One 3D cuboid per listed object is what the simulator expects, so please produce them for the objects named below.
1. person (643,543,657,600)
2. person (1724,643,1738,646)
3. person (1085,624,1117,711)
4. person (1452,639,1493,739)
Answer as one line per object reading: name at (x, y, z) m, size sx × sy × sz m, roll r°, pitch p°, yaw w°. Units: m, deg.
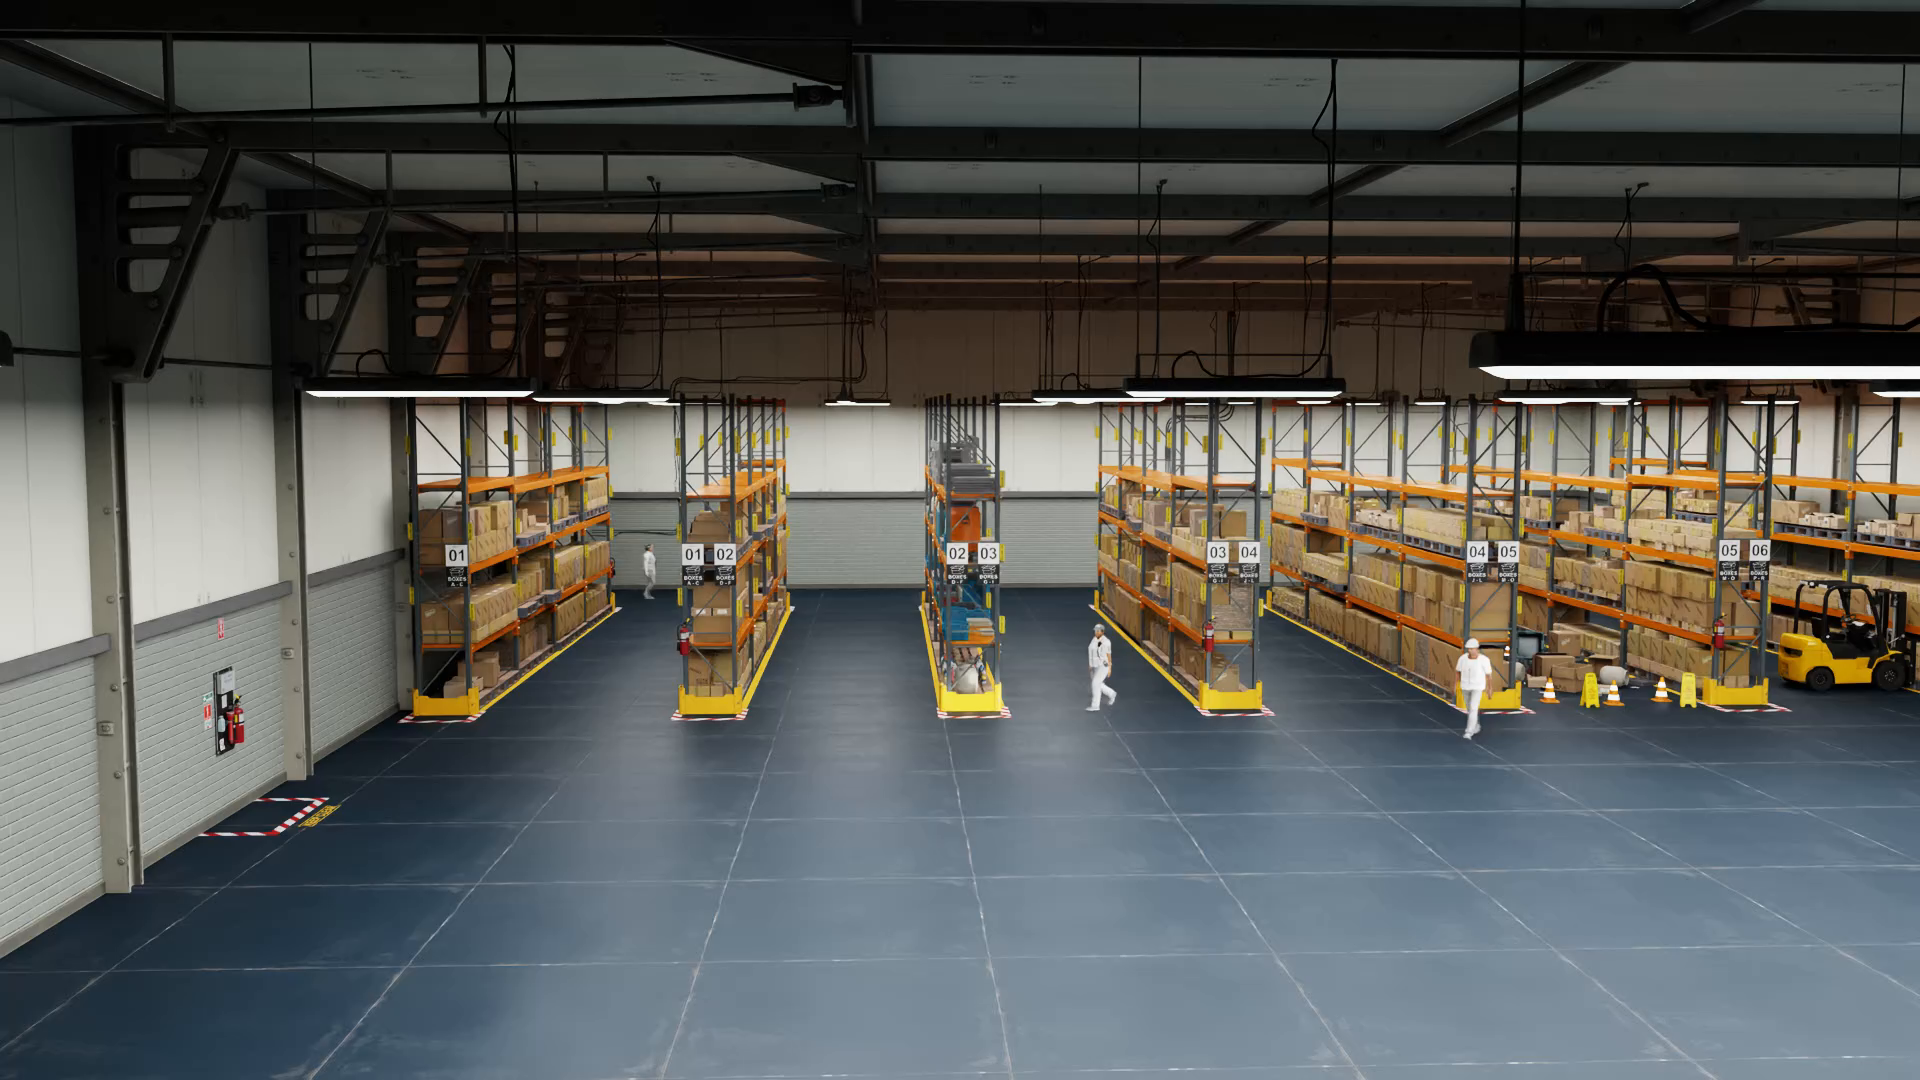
person at (-9.301, 0.936, 49.883) m, size 0.393 × 1.685 × 0.504 m, roll 0°, pitch 5°, yaw -2°
person at (16.907, 2.004, 36.337) m, size 0.612 × 1.712 × 0.763 m, roll -1°, pitch 5°, yaw -16°
person at (2.694, 2.394, 31.599) m, size 0.860 × 1.617 × 0.480 m, roll -3°, pitch 5°, yaw -33°
person at (8.845, 2.565, 28.844) m, size 1.030 × 1.703 × 0.600 m, roll -4°, pitch 6°, yaw -45°
